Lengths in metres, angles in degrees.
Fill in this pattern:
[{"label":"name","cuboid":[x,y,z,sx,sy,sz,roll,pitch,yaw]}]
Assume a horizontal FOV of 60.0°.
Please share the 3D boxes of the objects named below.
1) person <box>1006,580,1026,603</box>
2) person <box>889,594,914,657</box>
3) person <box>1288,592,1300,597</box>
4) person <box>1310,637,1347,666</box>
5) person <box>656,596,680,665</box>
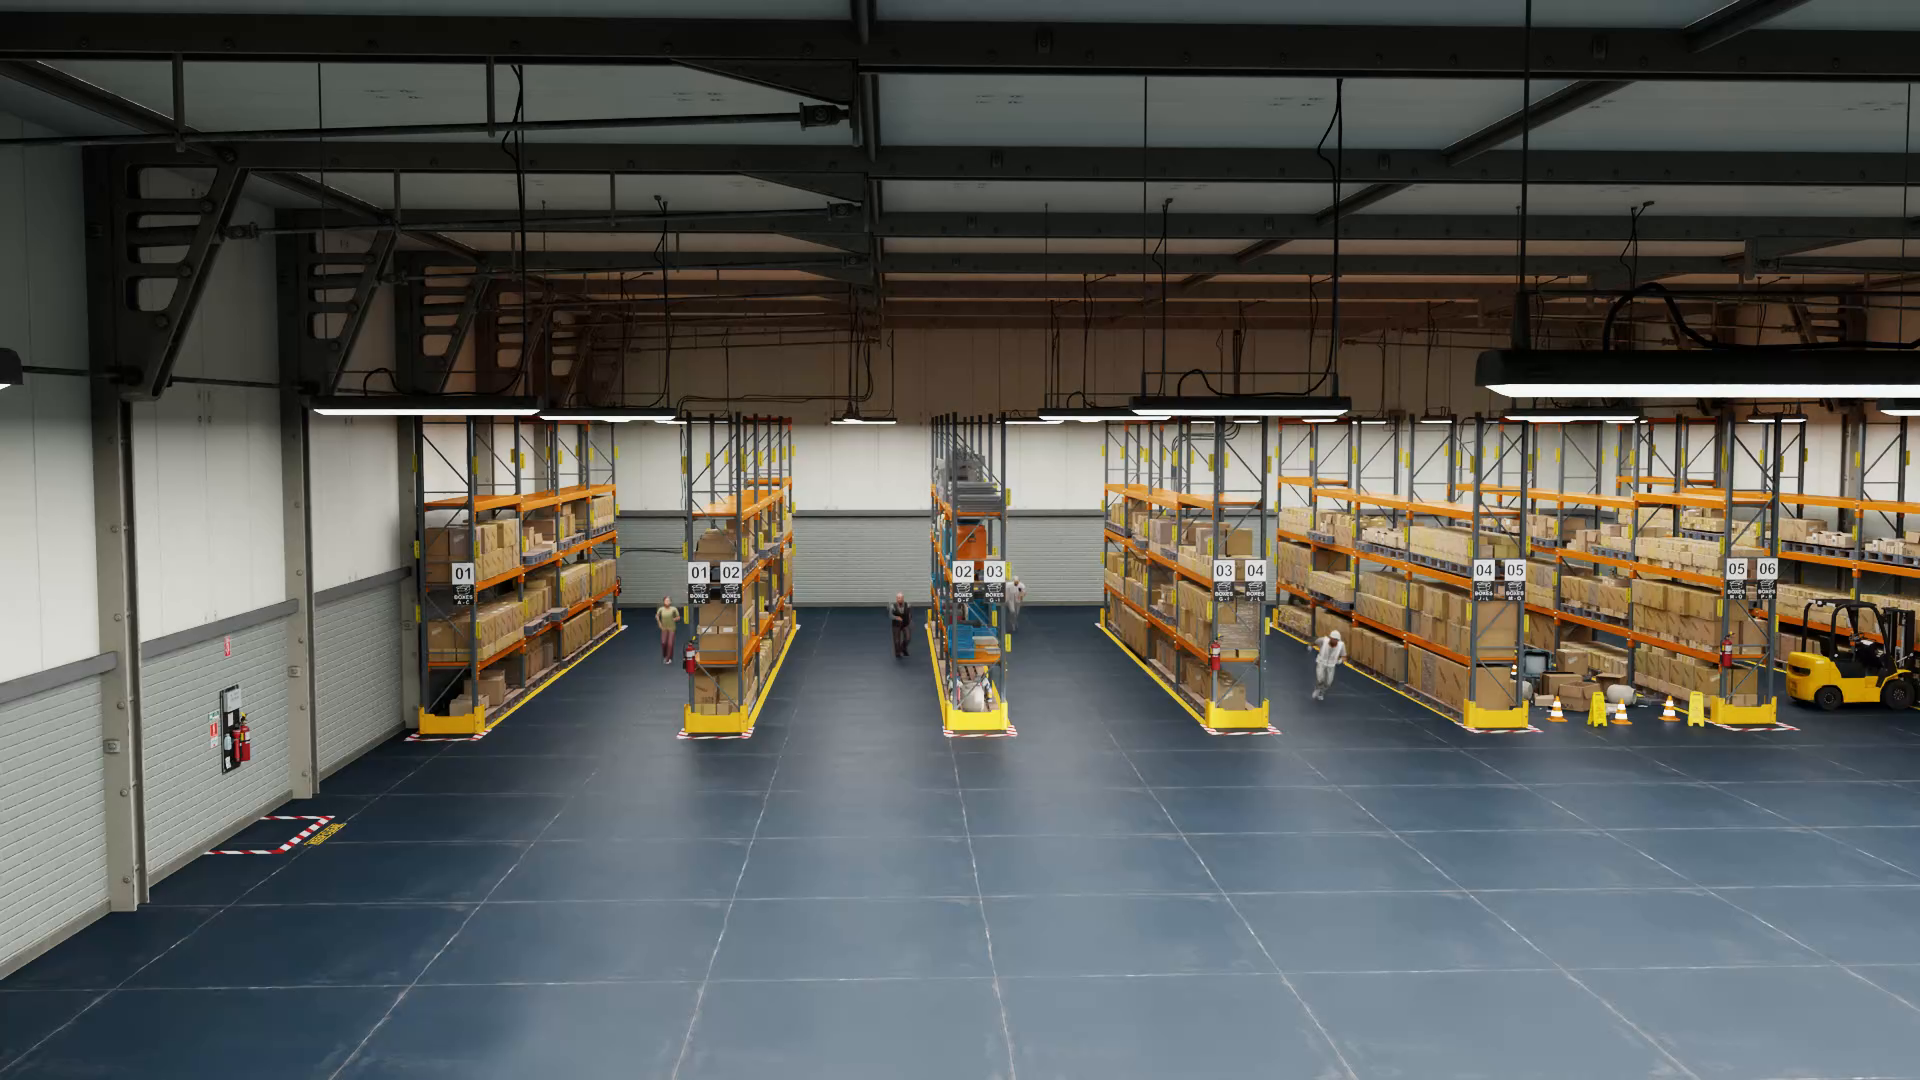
[{"label":"person","cuboid":[1.545,1.389,46.619,0.643,0.760,0.585,0,4,-4]},{"label":"person","cuboid":[-1.448,2.122,40.957,0.657,1.620,0.885,-1,4,-10]},{"label":"person","cuboid":[9.921,1.133,49.234,0.687,1.137,0.704,-2,4,-22]},{"label":"person","cuboid":[7.628,2.276,34.412,0.670,0.668,1.021,0,4,-1]},{"label":"person","cuboid":[-7.030,2.173,39.998,0.595,1.647,0.621,0,4,-2]}]
